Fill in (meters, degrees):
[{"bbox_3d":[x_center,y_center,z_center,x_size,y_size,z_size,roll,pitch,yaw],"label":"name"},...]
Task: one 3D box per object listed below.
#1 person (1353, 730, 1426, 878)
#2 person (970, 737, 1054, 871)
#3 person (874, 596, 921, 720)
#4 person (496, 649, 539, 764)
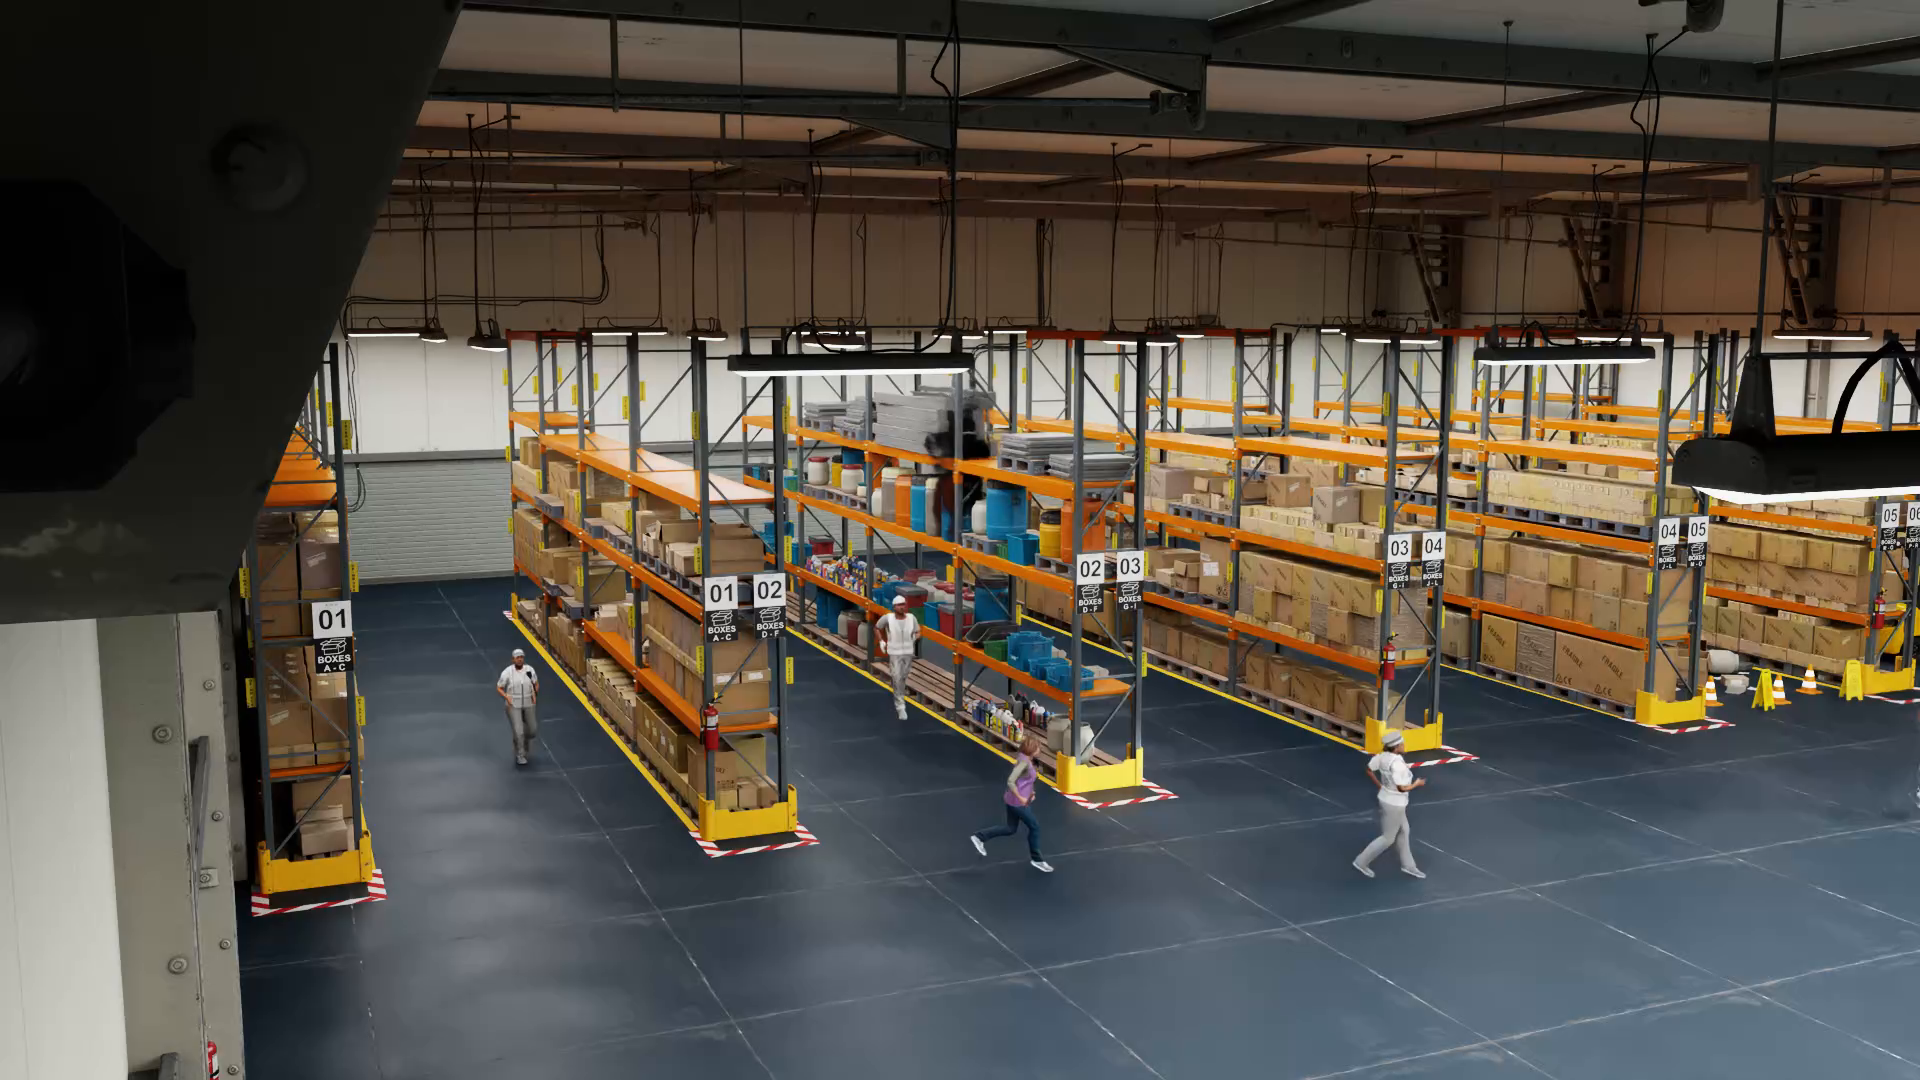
[{"bbox_3d":[4.816,2.963,18.533,0.870,1.723,0.570,0,8,-2],"label":"person"},{"bbox_3d":[0.594,3.018,18.906,0.954,1.571,0.536,0,8,0],"label":"person"},{"bbox_3d":[-0.901,1.740,25.069,0.672,1.824,0.803,-3,8,-21],"label":"person"},{"bbox_3d":[-6.239,2.338,23.548,0.605,1.615,0.578,-4,9,-28],"label":"person"}]
